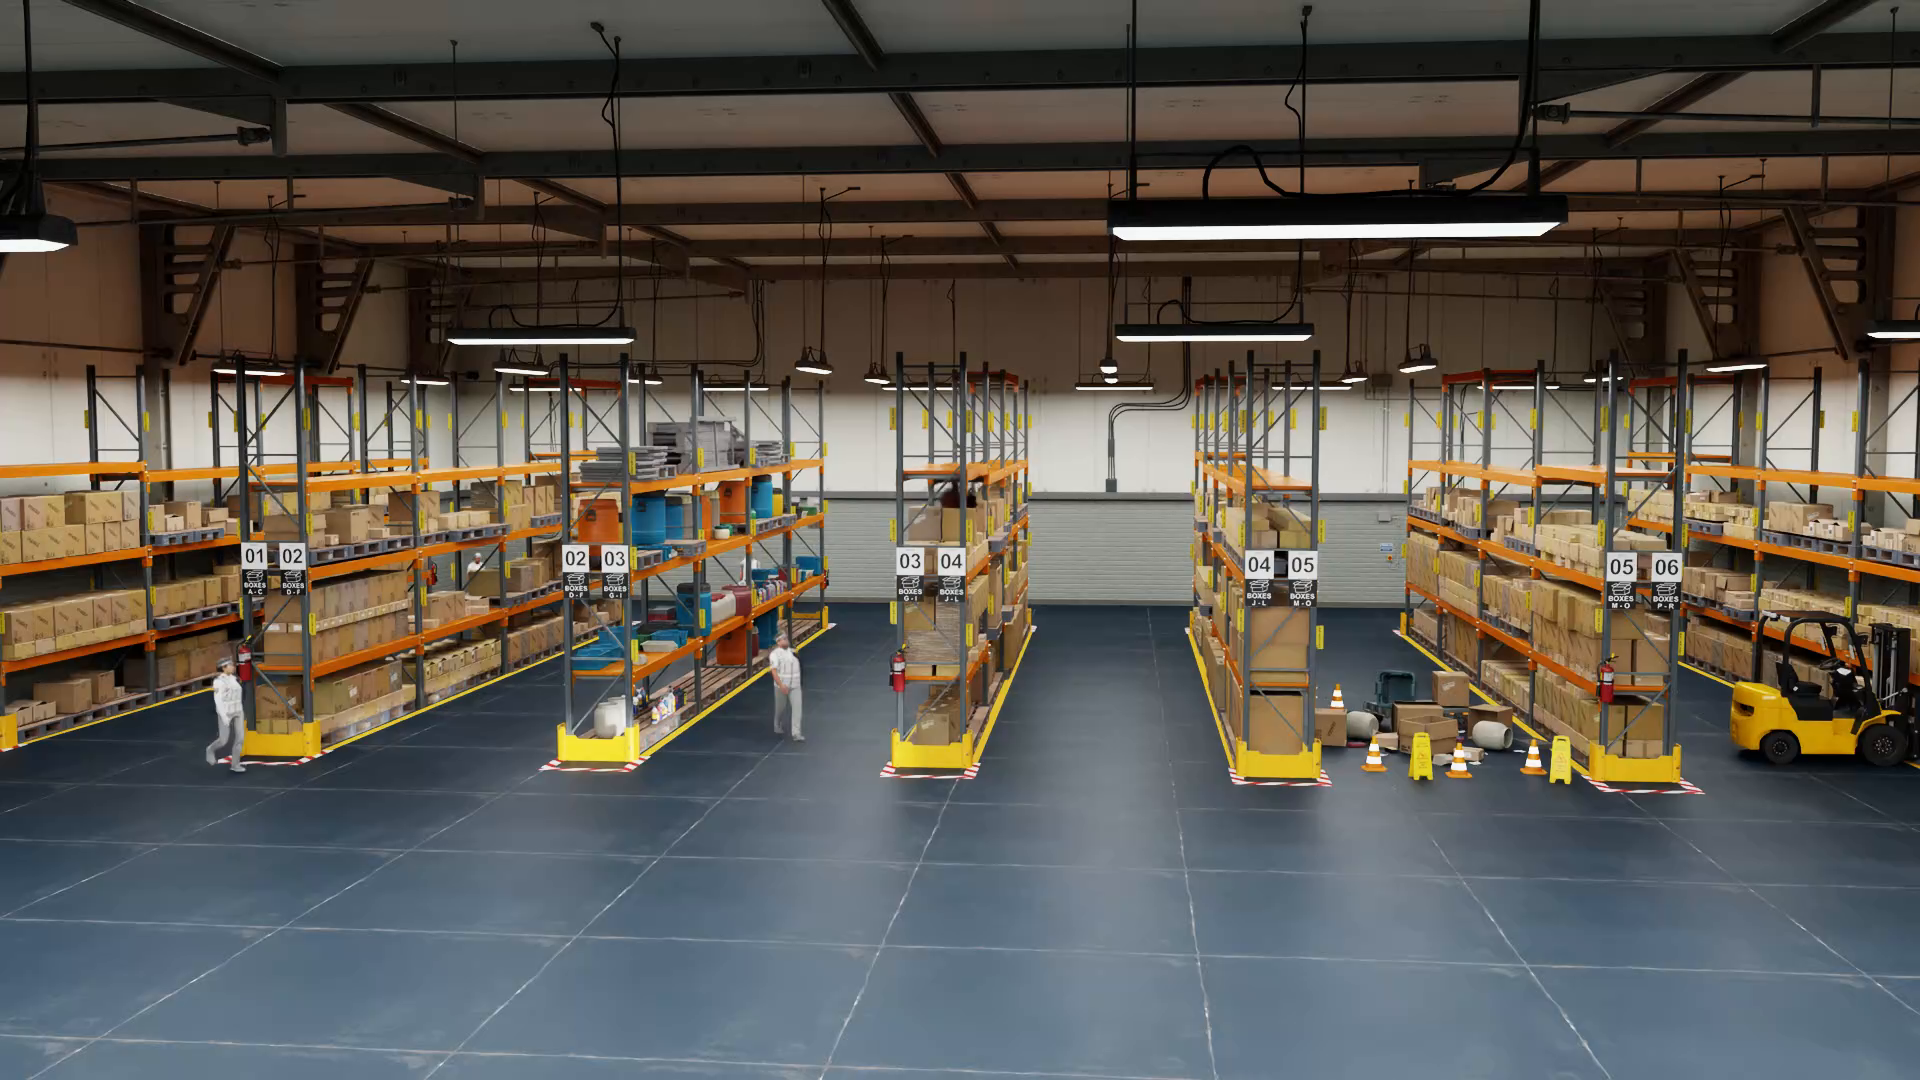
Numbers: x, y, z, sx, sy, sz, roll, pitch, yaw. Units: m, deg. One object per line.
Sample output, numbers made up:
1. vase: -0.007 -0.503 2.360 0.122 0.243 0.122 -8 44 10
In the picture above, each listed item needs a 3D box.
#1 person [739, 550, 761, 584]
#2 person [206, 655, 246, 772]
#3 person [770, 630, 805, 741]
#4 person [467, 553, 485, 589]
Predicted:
1. person: -5.359 1.087 42.399 0.582 1.731 1.022 0 4 -4
2. person: -10.471 2.472 23.768 0.600 1.652 0.459 3 5 35
3. person: -2.729 2.286 26.168 0.537 1.720 1.028 -1 4 -17
4. person: -12.431 1.141 42.782 0.497 1.622 0.954 -1 4 -20
